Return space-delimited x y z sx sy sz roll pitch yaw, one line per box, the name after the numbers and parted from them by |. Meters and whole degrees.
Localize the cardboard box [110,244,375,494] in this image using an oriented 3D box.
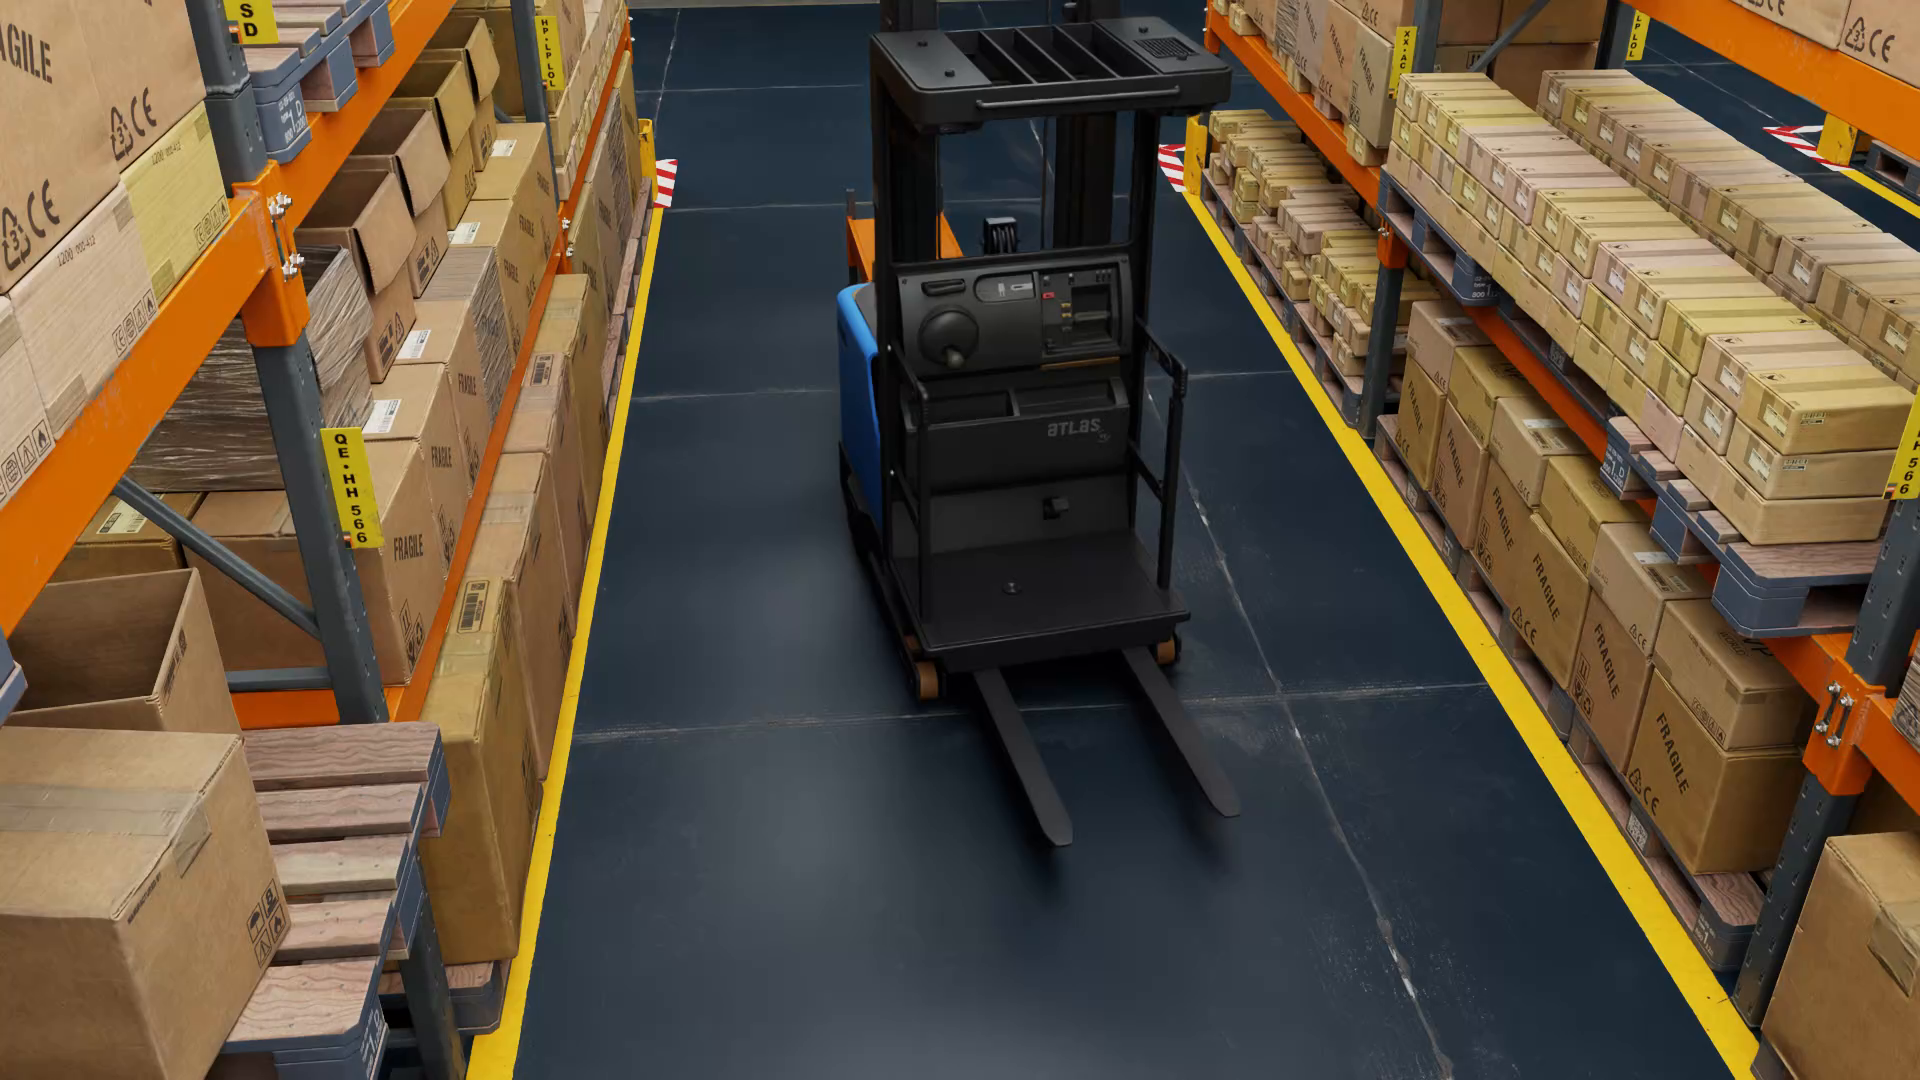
-2.046 -0.475 4.545 0.797 0.503 0.637 -2 31 -3 | cardboard box

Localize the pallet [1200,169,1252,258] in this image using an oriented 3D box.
2.255 -2.246 11.304 1.003 0.211 1.213 -3 31 -5 | pallet

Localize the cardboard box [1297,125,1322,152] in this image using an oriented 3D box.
2.475 -2.721 11.170 0.380 0.149 0.250 -2 31 -4 | cardboard box

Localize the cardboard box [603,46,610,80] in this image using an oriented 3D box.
-2.258 -2.784 9.731 0.380 0.149 0.250 -3 31 -4 | cardboard box

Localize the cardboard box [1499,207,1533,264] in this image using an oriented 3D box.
2.287 -1.163 6.317 0.380 0.149 0.250 -3 31 -5 | cardboard box

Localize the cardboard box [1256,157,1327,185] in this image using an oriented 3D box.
2.081 -2.292 10.452 0.380 0.149 0.250 -2 31 -3 | cardboard box

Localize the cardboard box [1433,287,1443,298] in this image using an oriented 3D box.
2.752 -1.265 9.023 0.380 0.149 0.250 -3 31 -4 | cardboard box

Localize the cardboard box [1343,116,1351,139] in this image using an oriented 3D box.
2.223 -2.148 8.666 0.380 0.149 0.250 -2 31 -3 | cardboard box

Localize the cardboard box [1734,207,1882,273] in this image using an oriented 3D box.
2.980 -1.058 5.851 0.380 0.149 0.250 -2 31 -3 | cardboard box

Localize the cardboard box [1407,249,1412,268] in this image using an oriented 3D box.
2.668 -1.656 9.387 0.380 0.149 0.250 -4 31 -6 | cardboard box

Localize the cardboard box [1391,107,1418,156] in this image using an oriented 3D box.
2.159 -1.833 7.439 0.380 0.149 0.250 -2 31 -4 | cardboard box

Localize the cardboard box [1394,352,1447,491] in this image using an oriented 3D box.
2.385 -0.573 7.812 0.500 0.500 0.500 -2 31 -3 | cardboard box

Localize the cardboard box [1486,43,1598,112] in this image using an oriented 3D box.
2.785 -2.291 8.273 0.500 0.500 0.500 -3 31 -5 | cardboard box

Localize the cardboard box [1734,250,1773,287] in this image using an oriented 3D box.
2.987 -0.928 5.923 0.380 0.149 0.250 -3 31 -5 | cardboard box

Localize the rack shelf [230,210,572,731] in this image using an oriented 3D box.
-2.180 -0.340 6.095 1.077 0.370 4.000 -3 31 -5 | rack shelf

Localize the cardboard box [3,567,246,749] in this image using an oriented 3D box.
-1.903 0.423 3.610 0.500 0.500 0.500 -6 31 -11 | cardboard box

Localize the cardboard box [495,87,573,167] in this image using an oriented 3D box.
-2.150 -1.985 8.005 0.500 0.250 0.500 -3 31 -5 | cardboard box

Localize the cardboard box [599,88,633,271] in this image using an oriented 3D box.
-2.516 -2.193 10.158 0.875 0.875 0.875 -3 31 -5 | cardboard box

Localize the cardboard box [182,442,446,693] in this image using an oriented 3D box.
-1.768 0.068 4.613 0.500 0.500 0.500 -2 31 -3 | cardboard box

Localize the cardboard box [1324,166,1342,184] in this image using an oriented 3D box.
2.513 -2.319 10.788 0.380 0.149 0.250 -3 31 -5 | cardboard box

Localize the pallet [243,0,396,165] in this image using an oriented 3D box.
-2.106 -1.160 4.027 1.213 0.211 1.003 -1 31 -2 | pallet

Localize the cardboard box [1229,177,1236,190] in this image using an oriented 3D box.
2.043 -2.442 11.283 0.380 0.149 0.250 -3 31 -5 | cardboard box

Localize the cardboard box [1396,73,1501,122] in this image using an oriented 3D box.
2.159 -1.960 7.362 0.380 0.149 0.250 -1 31 -2 | cardboard box

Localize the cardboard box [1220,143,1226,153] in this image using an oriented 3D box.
2.000 -2.702 11.429 0.380 0.149 0.250 -2 31 -3 | cardboard box

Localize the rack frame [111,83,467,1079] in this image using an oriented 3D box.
-1.993 0.372 4.201 1.000 3.000 0.127 -3 31 -5 | rack frame

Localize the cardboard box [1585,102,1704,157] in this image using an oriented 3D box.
2.860 -1.719 6.958 0.380 0.149 0.250 -4 31 -6 | cardboard box

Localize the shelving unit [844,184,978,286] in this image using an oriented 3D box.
-0.251 -1.088 8.474 0.538 1.125 1.048 -5 31 -9 | shelving unit

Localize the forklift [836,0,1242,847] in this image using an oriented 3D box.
0.276 -0.832 6.284 1.130 2.935 3.031 -7 32 -12 | forklift

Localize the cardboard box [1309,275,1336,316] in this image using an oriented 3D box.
2.154 -1.359 9.181 0.380 0.149 0.250 -4 31 -6 | cardboard box

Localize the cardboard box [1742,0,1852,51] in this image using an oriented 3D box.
2.588 -1.678 4.612 0.500 0.500 0.500 -3 31 -5 | cardboard box

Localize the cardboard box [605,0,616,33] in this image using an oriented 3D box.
-2.385 -3.282 10.175 0.500 0.250 0.500 -3 31 -5 | cardboard box

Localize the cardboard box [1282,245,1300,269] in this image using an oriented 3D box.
2.150 -1.661 9.976 0.380 0.149 0.250 -2 31 -4 | cardboard box

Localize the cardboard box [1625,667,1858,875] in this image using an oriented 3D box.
2.632 0.756 5.588 0.500 0.500 0.500 -3 31 -5 | cardboard box

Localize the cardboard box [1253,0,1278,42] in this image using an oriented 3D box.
2.082 -3.303 9.968 0.500 0.500 0.500 -2 31 -4 | cardboard box

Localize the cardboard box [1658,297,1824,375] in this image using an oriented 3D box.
2.406 -0.632 5.138 0.380 0.149 0.250 -2 31 -3 | cardboard box

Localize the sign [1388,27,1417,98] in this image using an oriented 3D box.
2.041 -2.197 7.660 0.100 0.325 0.005 -3 31 -5 | sign

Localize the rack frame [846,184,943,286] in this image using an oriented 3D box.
-0.340 -1.344 8.904 0.500 1.125 0.032 -5 31 -9 | rack frame

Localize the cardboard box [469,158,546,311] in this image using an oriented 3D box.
-2.012 -1.234 6.793 0.500 0.500 0.500 -2 31 -3 | cardboard box

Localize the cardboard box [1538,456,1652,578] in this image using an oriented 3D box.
2.539 -0.097 6.284 0.500 0.250 0.500 -2 31 -3 | cardboard box

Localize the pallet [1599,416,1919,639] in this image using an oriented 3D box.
2.782 -0.090 5.162 1.213 0.211 1.003 -3 31 -5 | pallet

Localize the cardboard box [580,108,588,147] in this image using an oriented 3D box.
-2.140 -2.132 8.639 0.380 0.149 0.250 -4 31 -6 | cardboard box

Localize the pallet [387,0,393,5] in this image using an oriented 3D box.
-2.214 -1.731 4.982 1.003 0.211 1.213 -1 31 -2 | pallet

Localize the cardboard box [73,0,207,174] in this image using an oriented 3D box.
-1.700 -0.941 2.890 0.500 0.500 0.500 -2 31 -3 | cardboard box

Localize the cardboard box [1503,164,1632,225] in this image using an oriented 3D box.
2.281 -1.300 6.257 0.380 0.149 0.250 -2 31 -3 | cardboard box

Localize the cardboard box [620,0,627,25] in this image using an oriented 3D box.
-2.380 -3.438 10.826 0.380 0.149 0.250 -2 31 -4 | cardboard box

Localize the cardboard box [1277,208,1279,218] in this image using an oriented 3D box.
2.182 -2.035 10.313 0.380 0.149 0.250 -1 31 -2 | cardboard box

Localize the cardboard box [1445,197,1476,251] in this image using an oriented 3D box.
2.233 -1.308 6.850 0.380 0.149 0.250 -2 31 -4 | cardboard box

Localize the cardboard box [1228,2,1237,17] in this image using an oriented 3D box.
1.976 -3.481 10.898 0.380 0.149 0.250 -2 31 -3 | cardboard box

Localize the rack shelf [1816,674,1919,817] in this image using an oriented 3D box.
3.141 1.516 2.988 1.077 0.370 4.000 -3 31 -5 | rack shelf

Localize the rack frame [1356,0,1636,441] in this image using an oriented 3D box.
2.580 -1.856 7.932 1.000 3.000 0.127 -3 31 -5 | rack frame

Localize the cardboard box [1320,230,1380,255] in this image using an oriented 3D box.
2.248 -1.628 9.341 0.380 0.149 0.250 -2 31 -3 | cardboard box

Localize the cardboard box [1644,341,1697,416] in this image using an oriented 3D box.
2.401 -0.515 5.232 0.380 0.149 0.250 -2 31 -3 | cardboard box

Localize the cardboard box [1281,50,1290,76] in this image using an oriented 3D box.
2.107 -2.815 9.783 0.380 0.149 0.250 -2 31 -3 | cardboard box

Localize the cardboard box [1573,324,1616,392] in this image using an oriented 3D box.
2.358 -0.639 5.730 0.380 0.149 0.250 -4 31 -7 | cardboard box

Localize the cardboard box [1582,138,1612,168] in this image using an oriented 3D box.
2.860 -1.601 7.051 0.380 0.149 0.250 -1 31 -2 | cardboard box
